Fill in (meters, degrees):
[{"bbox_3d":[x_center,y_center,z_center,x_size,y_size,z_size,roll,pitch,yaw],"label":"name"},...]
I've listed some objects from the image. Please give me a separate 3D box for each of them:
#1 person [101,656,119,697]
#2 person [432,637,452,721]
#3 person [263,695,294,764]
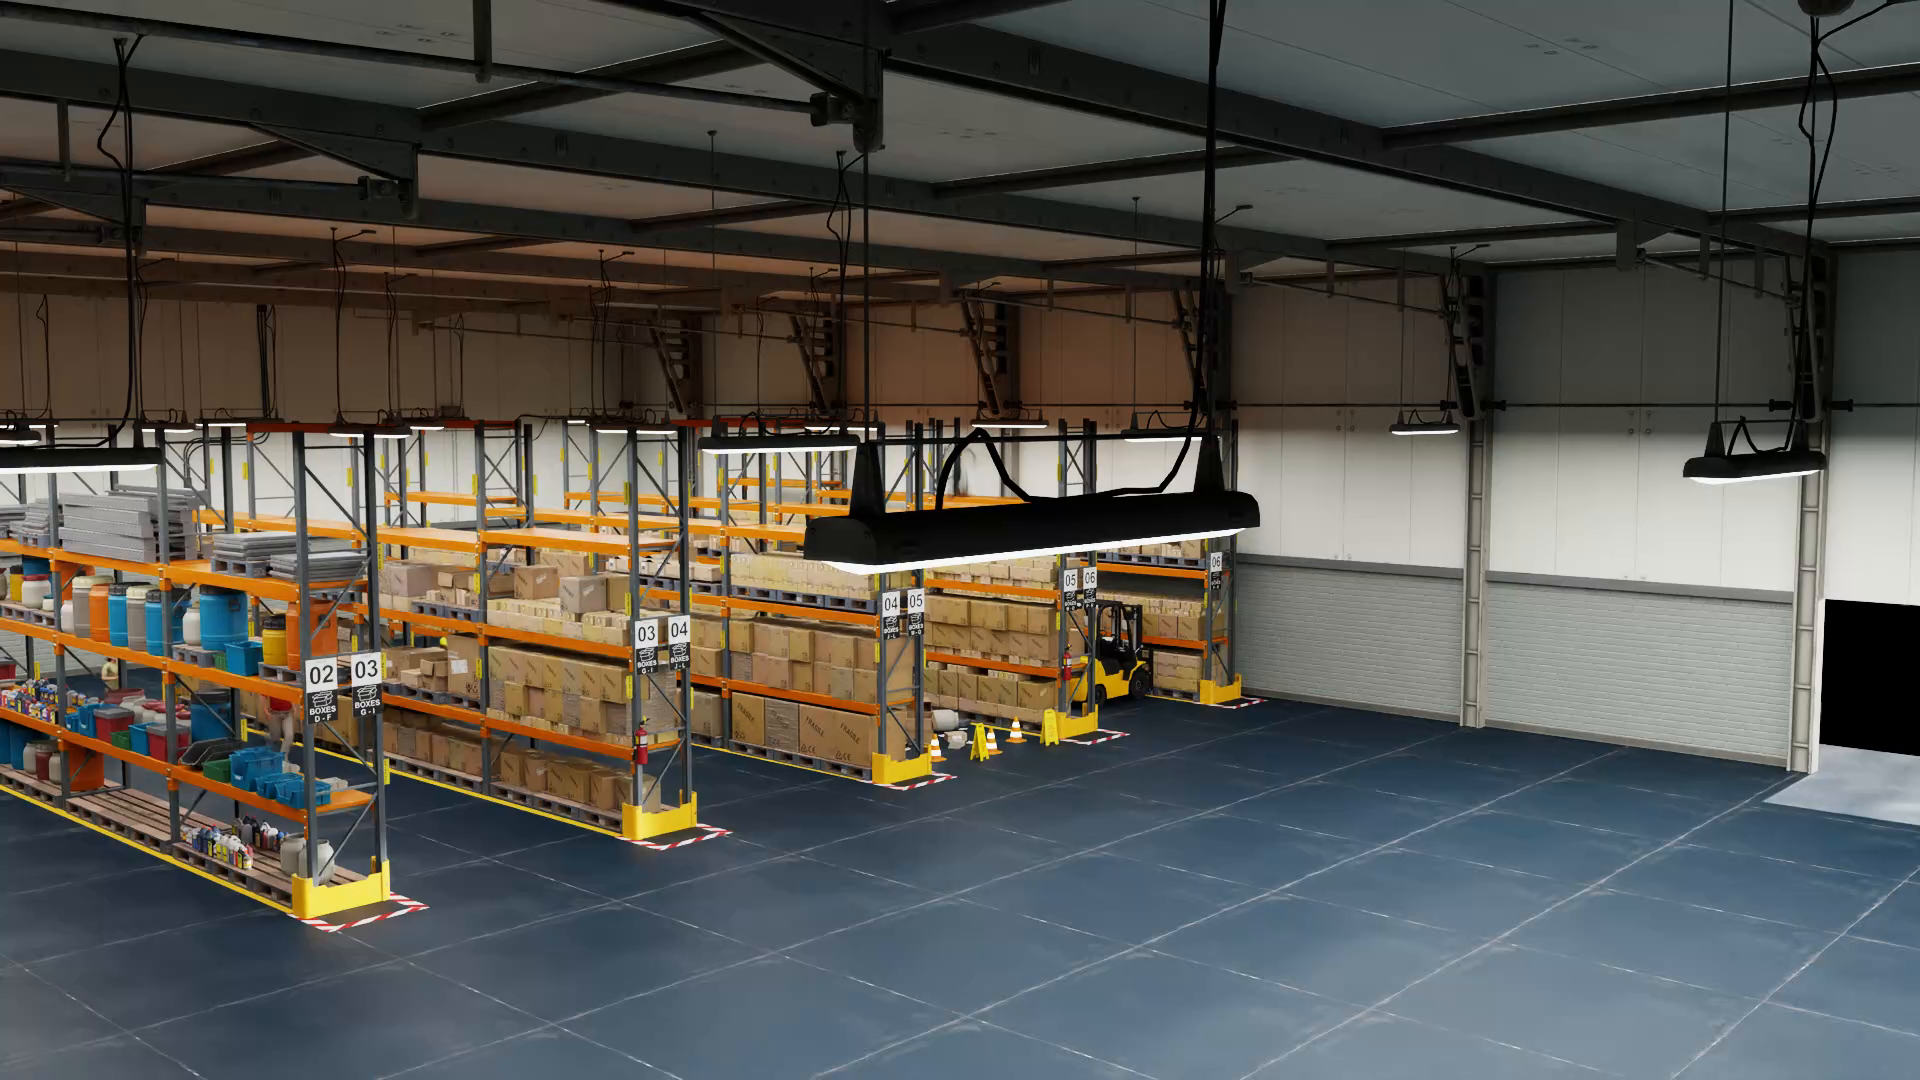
[{"bbox_3d":[-16.121,2.831,31.649,0.825,1.569,0.566,3,5,31],"label":"person"},{"bbox_3d":[-10.564,2.776,33.544,1.061,1.715,0.704,4,6,43],"label":"person"},{"bbox_3d":[-12.018,3.209,29.370,0.827,1.539,0.645,4,6,44],"label":"person"}]
